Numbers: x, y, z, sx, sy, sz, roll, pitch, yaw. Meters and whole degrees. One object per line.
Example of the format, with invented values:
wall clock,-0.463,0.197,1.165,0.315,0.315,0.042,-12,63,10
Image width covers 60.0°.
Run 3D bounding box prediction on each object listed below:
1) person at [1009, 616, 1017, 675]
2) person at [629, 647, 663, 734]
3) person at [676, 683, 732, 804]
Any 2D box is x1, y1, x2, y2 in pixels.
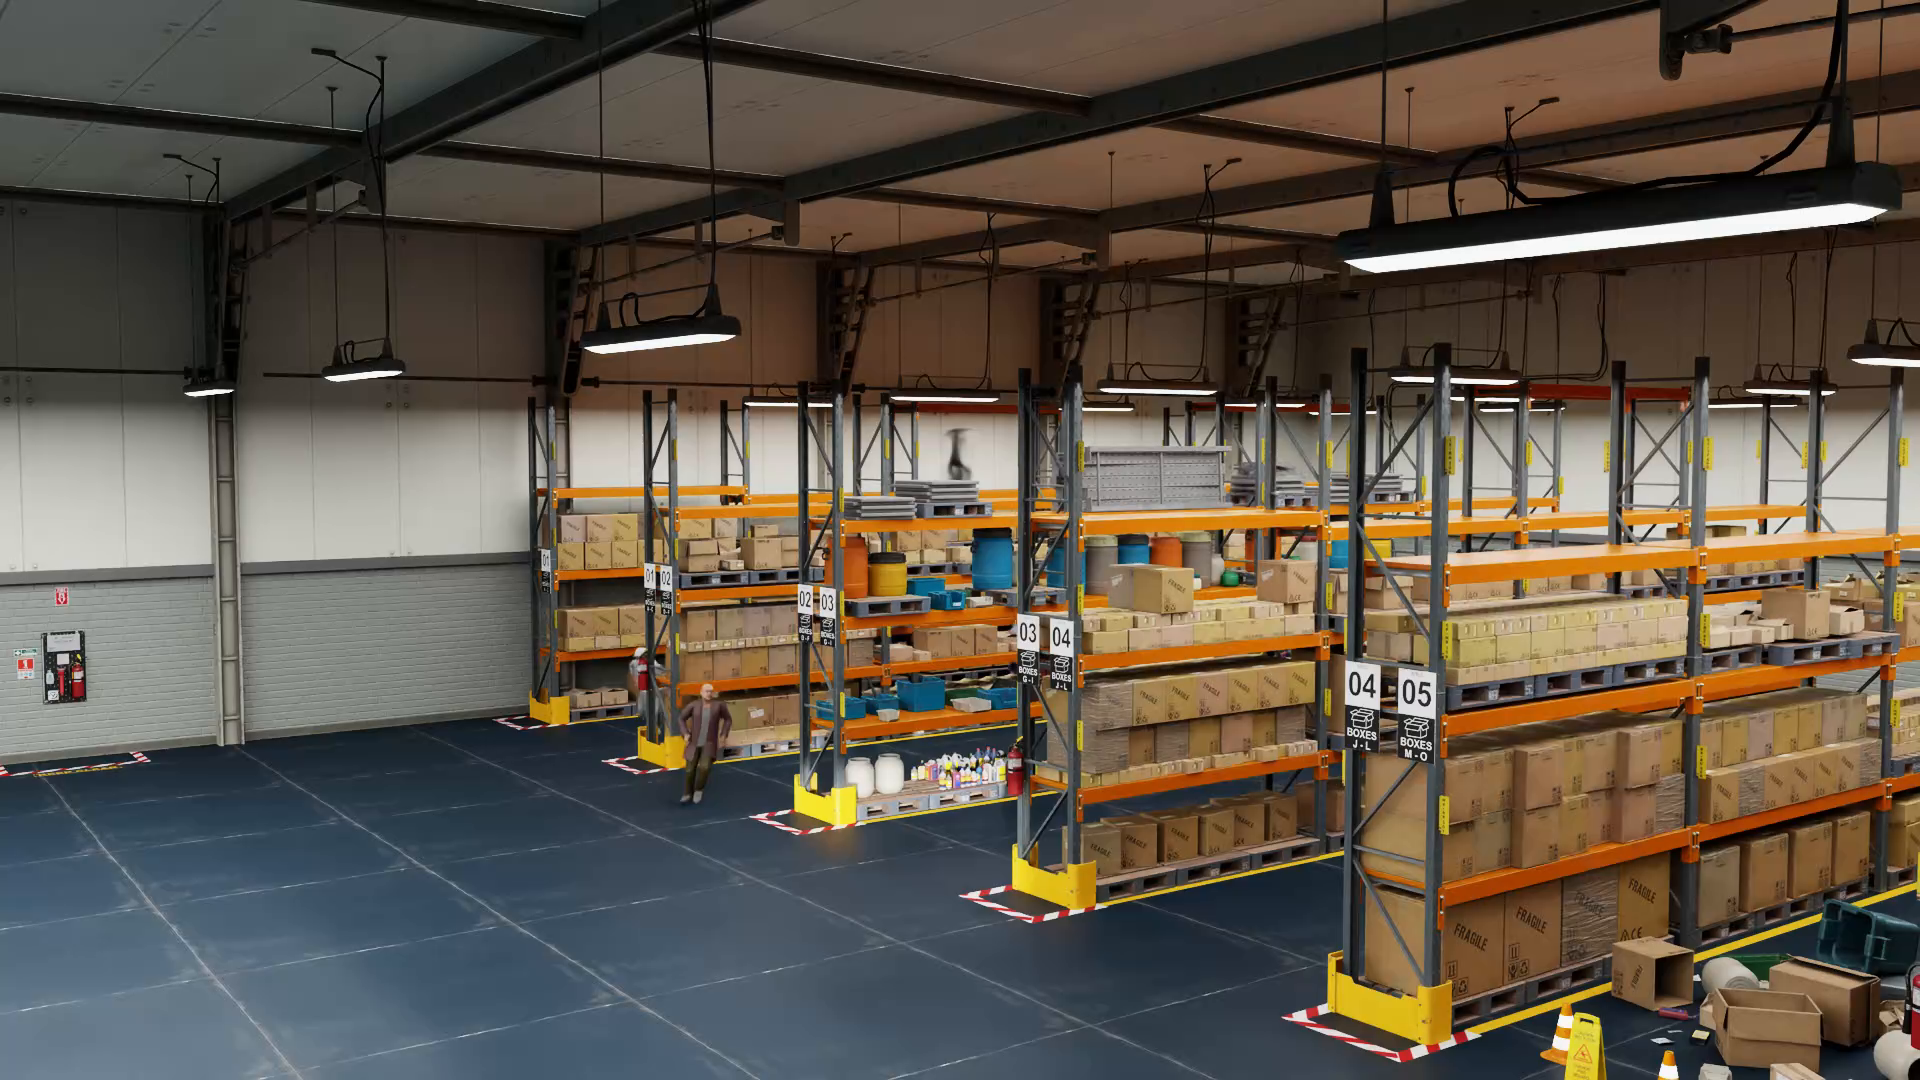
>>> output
person,1.197,2.306,34.730,0.577,1.609,0.593,-3,4,-38
person,-5.505,2.643,29.135,0.685,1.599,0.871,1,3,15
person,-3.648,2.901,23.659,0.765,1.717,0.595,0,3,-4
